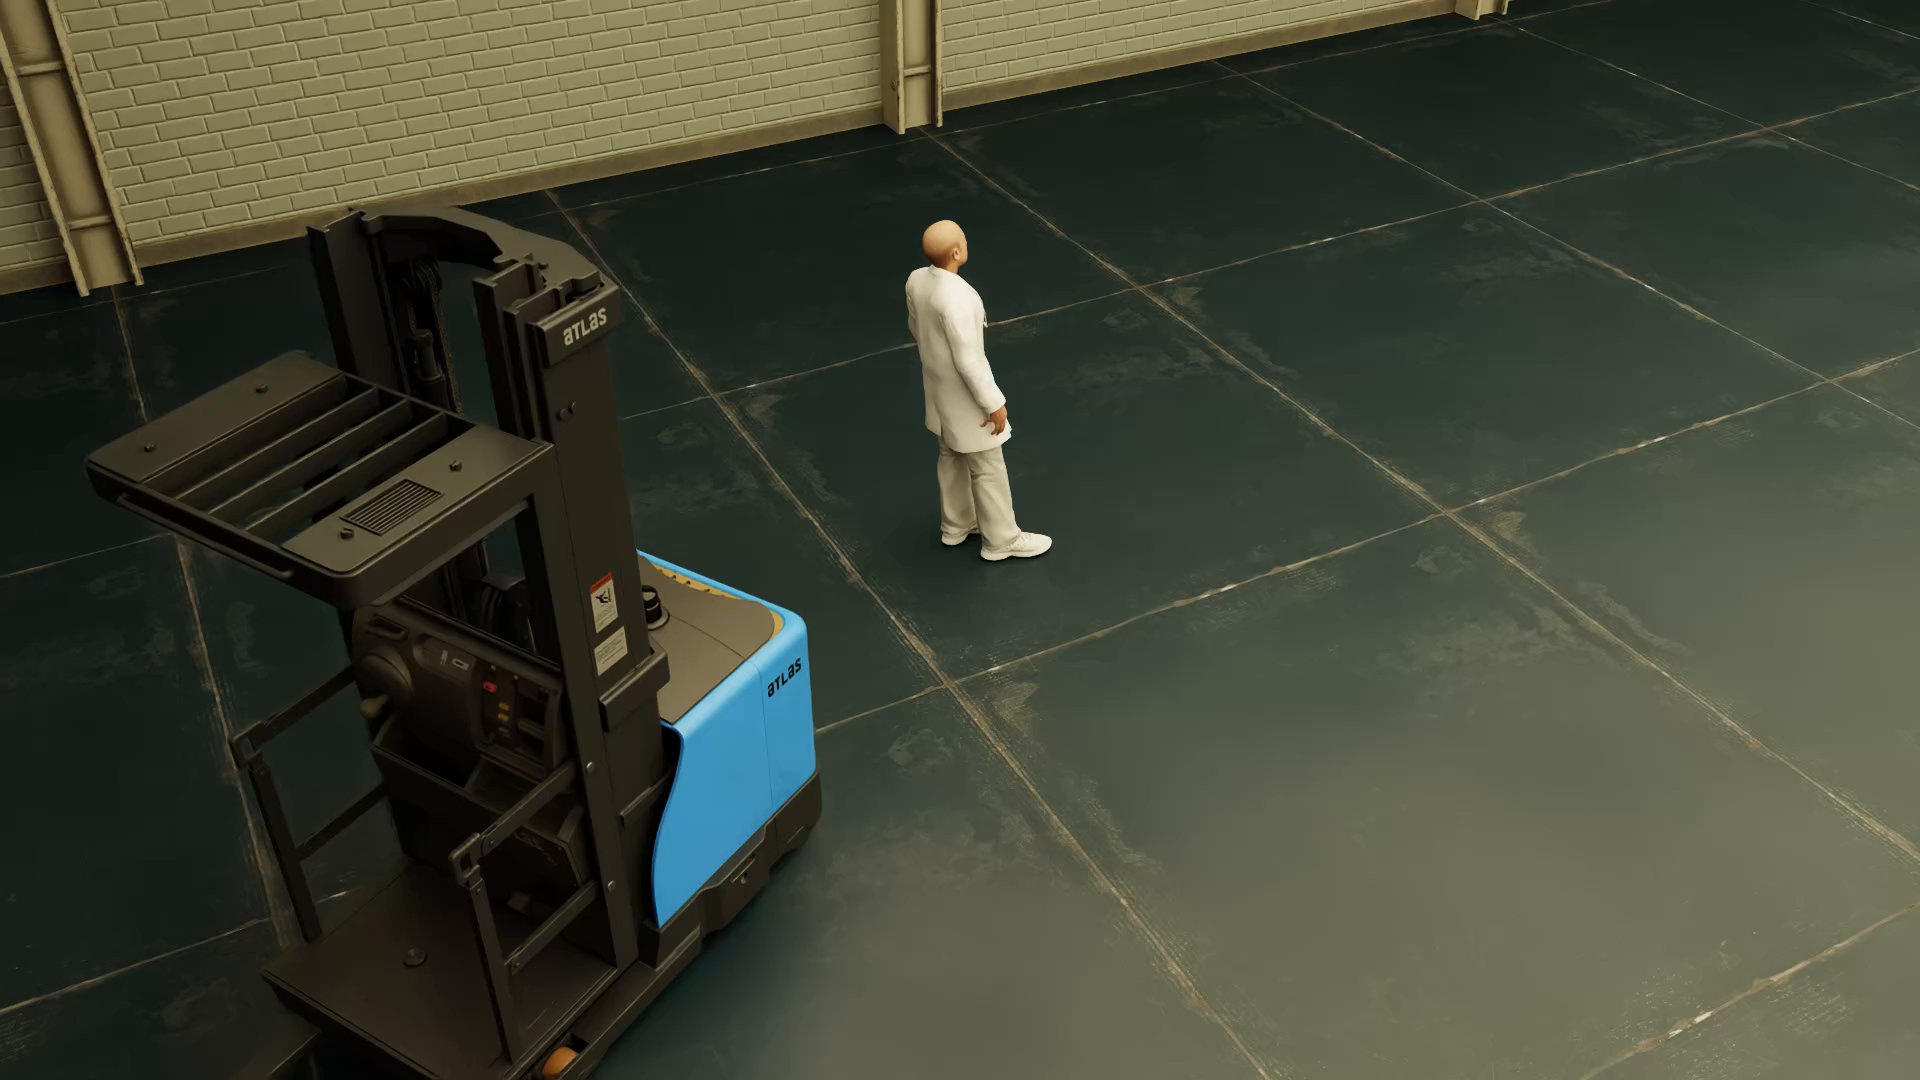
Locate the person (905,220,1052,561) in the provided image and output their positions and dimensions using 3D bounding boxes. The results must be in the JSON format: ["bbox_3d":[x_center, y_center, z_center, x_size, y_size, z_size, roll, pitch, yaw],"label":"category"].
[{"bbox_3d":[0.082,-0.754,8.176,0.581,1.776,0.696,-17,39,-23],"label":"person"}]

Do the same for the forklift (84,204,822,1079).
[{"bbox_3d":[-1.777,0.552,5.343,1.130,2.935,3.031,20,40,25],"label":"forklift"}]
